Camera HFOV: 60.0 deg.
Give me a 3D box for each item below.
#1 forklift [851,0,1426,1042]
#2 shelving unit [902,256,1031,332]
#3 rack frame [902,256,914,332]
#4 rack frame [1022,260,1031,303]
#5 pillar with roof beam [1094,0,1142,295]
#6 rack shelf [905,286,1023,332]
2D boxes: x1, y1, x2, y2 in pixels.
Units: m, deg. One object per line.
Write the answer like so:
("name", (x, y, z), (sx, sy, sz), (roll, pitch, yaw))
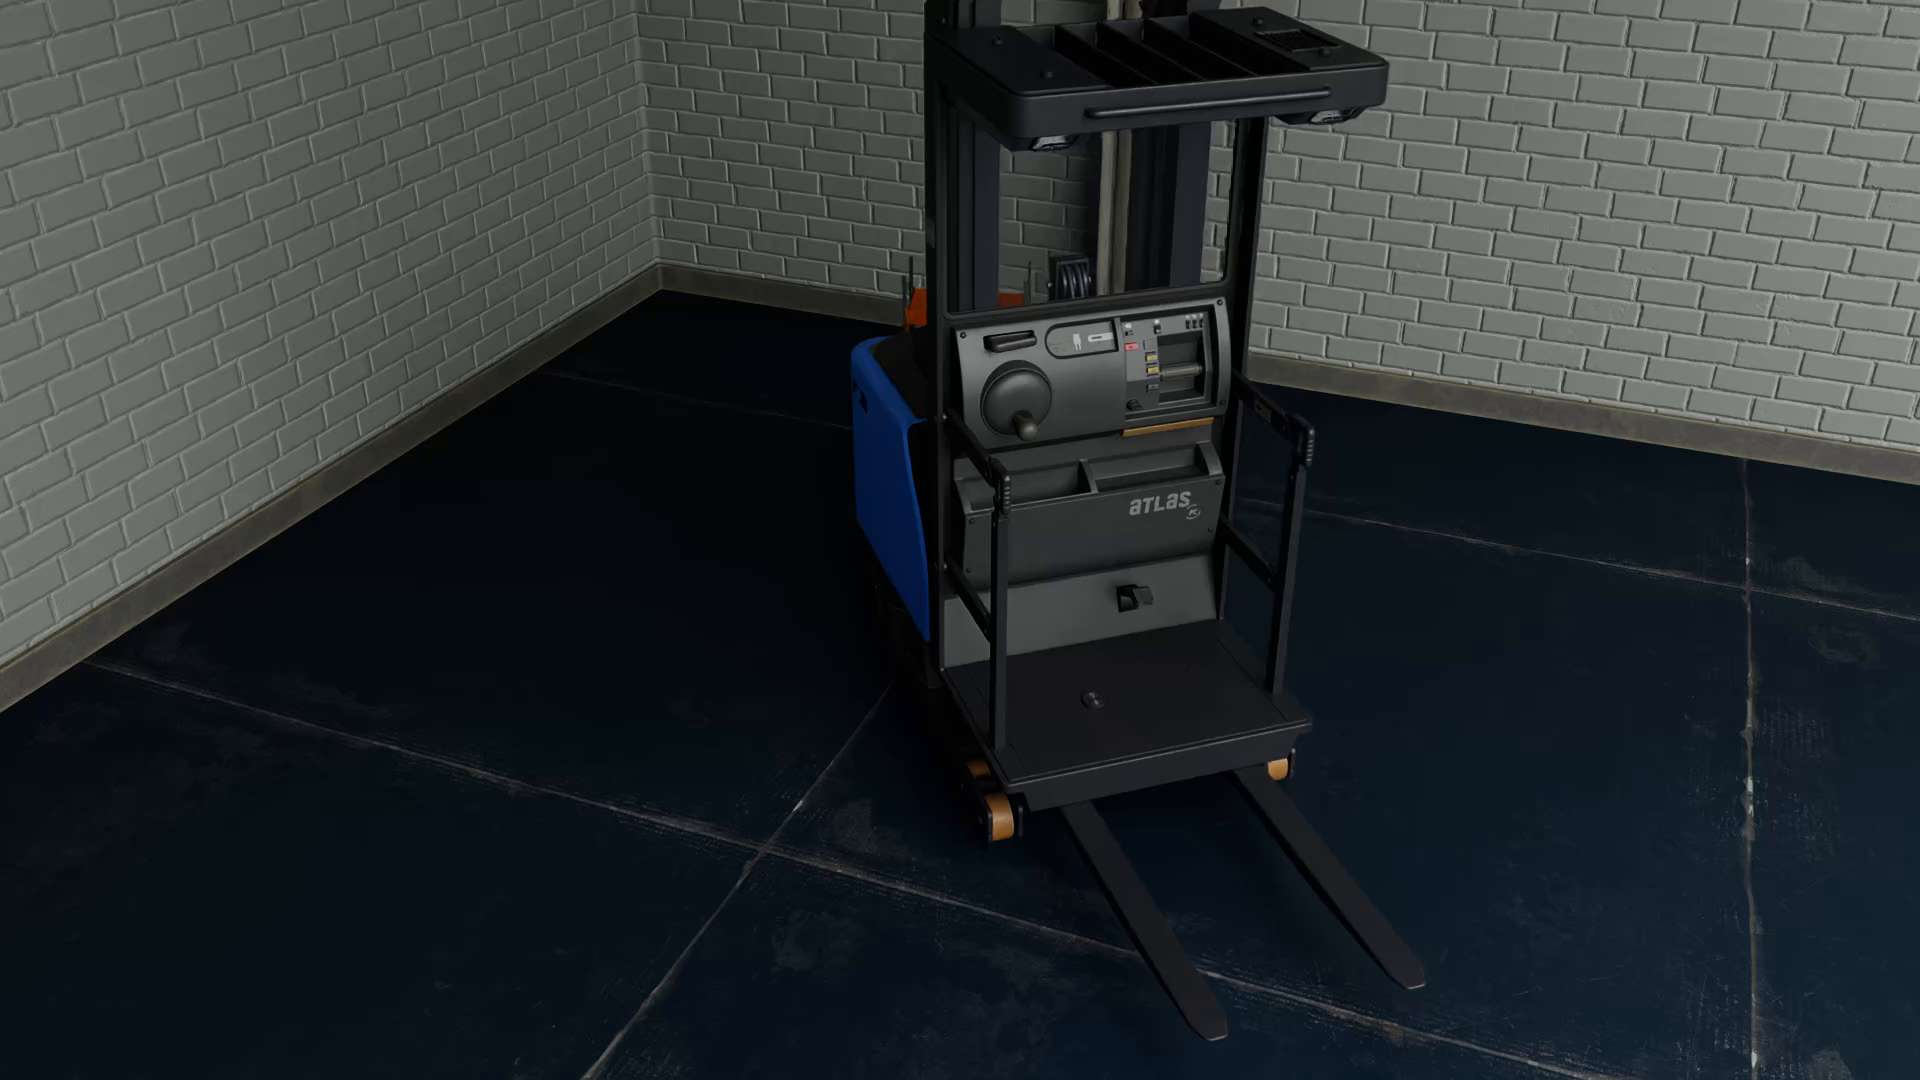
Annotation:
("forklift", (0.505, -0.504, 5.164), (1.130, 2.935, 3.031), (-9, 31, -16))
("shelving unit", (0.029, -0.583, 7.062), (0.503, 1.200, 0.258), (3, 30, 5))
("rack frame", (-0.214, -0.596, 7.084), (0.015, 1.200, 0.240), (3, 30, 5))
("rack frame", (0.271, -0.570, 7.039), (0.015, 1.200, 0.240), (3, 30, 5))
("pillar with roof beam", (-0.688, -2.845, 3.139), (0.400, 9.000, 9.100), (11, 31, 19))
("rack shelf", (0.029, -0.925, 6.868), (0.480, 0.148, 0.258), (3, 30, 5))
